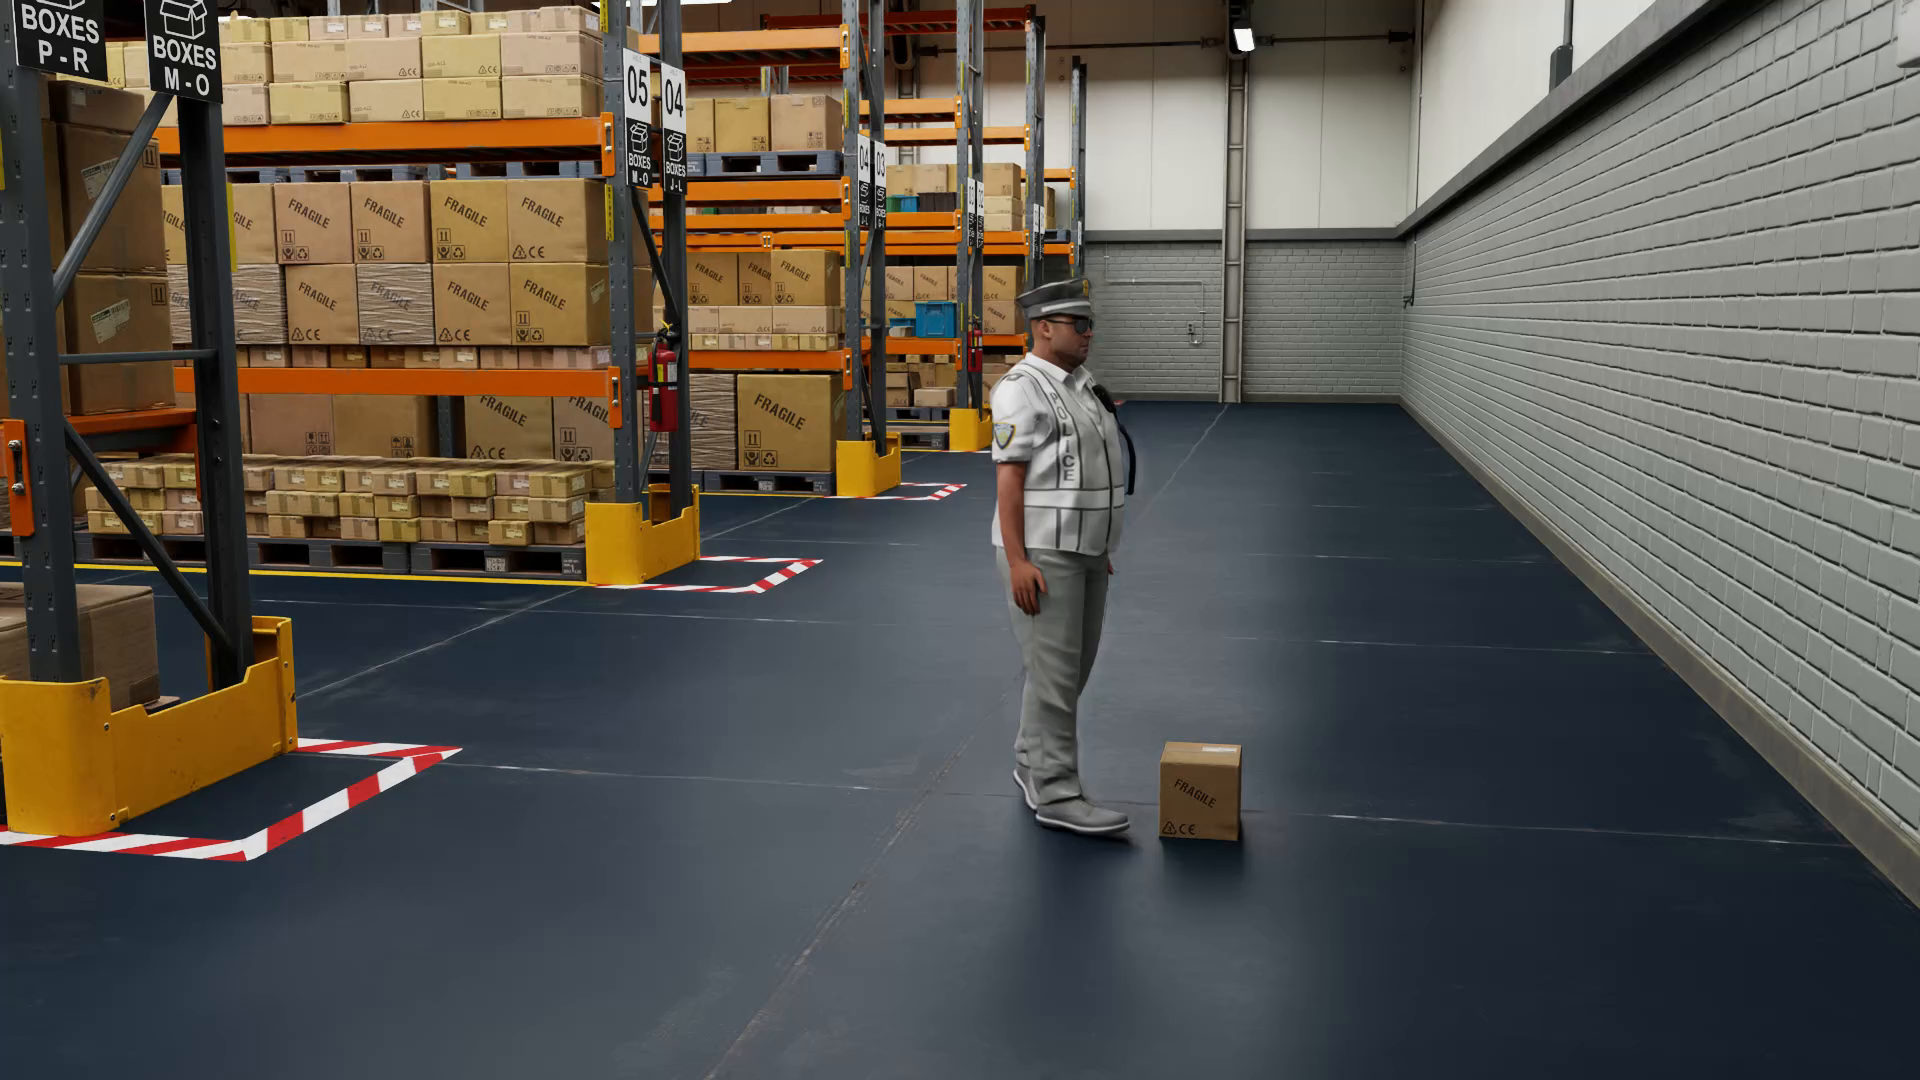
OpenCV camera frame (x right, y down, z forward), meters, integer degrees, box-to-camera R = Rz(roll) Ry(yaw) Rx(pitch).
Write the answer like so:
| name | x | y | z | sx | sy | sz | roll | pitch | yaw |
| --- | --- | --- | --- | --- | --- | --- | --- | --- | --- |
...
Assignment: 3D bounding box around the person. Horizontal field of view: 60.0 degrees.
| name | x | y | z | sx | sy | sz | roll | pitch | yaw |
| --- | --- | --- | --- | --- | --- | --- | --- | --- | --- |
| person | 0.355 | 0.045 | 5.404 | 0.581 | 1.779 | 0.541 | 5 | 9 | 33 |
